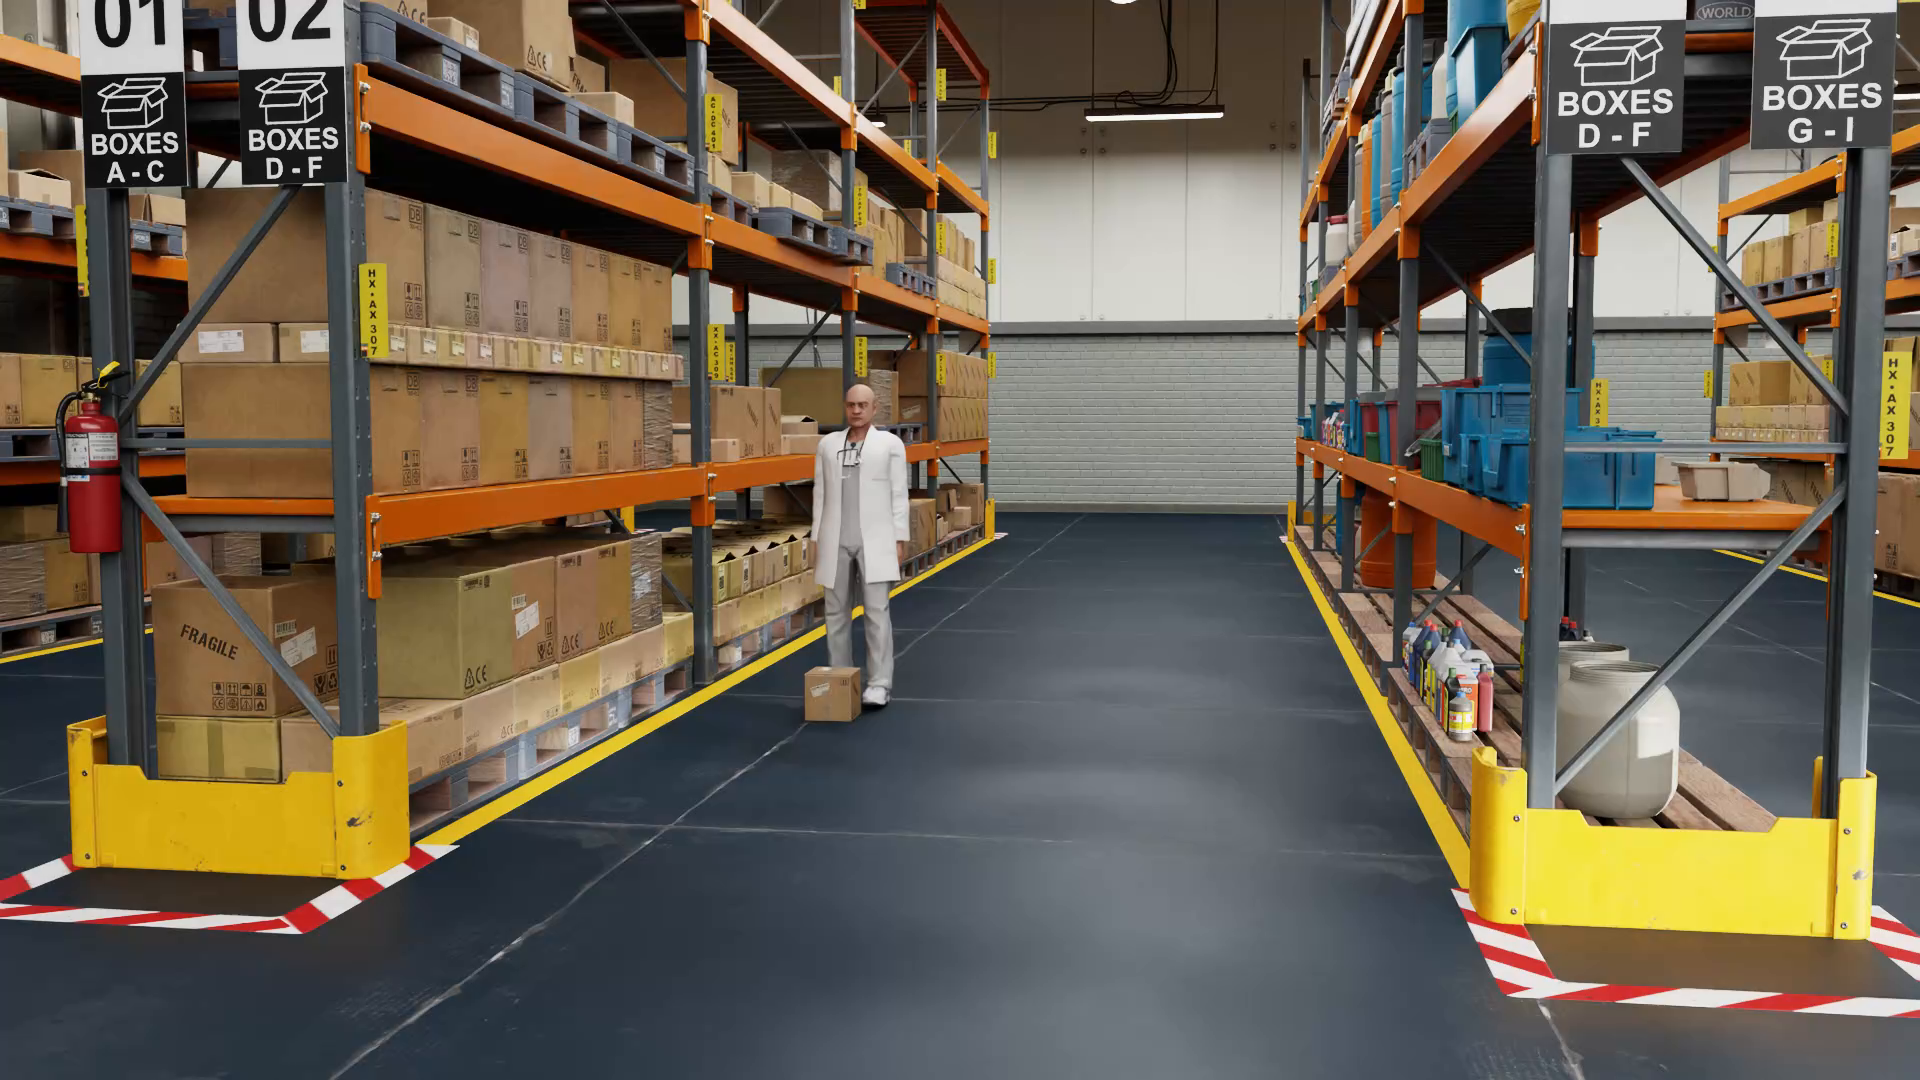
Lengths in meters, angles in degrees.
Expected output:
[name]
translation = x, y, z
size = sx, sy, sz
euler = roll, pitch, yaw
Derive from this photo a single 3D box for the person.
[person]
translation = -0.571, 0.142, 9.288
size = 0.571, 1.569, 0.533
euler = 1, 4, 11
